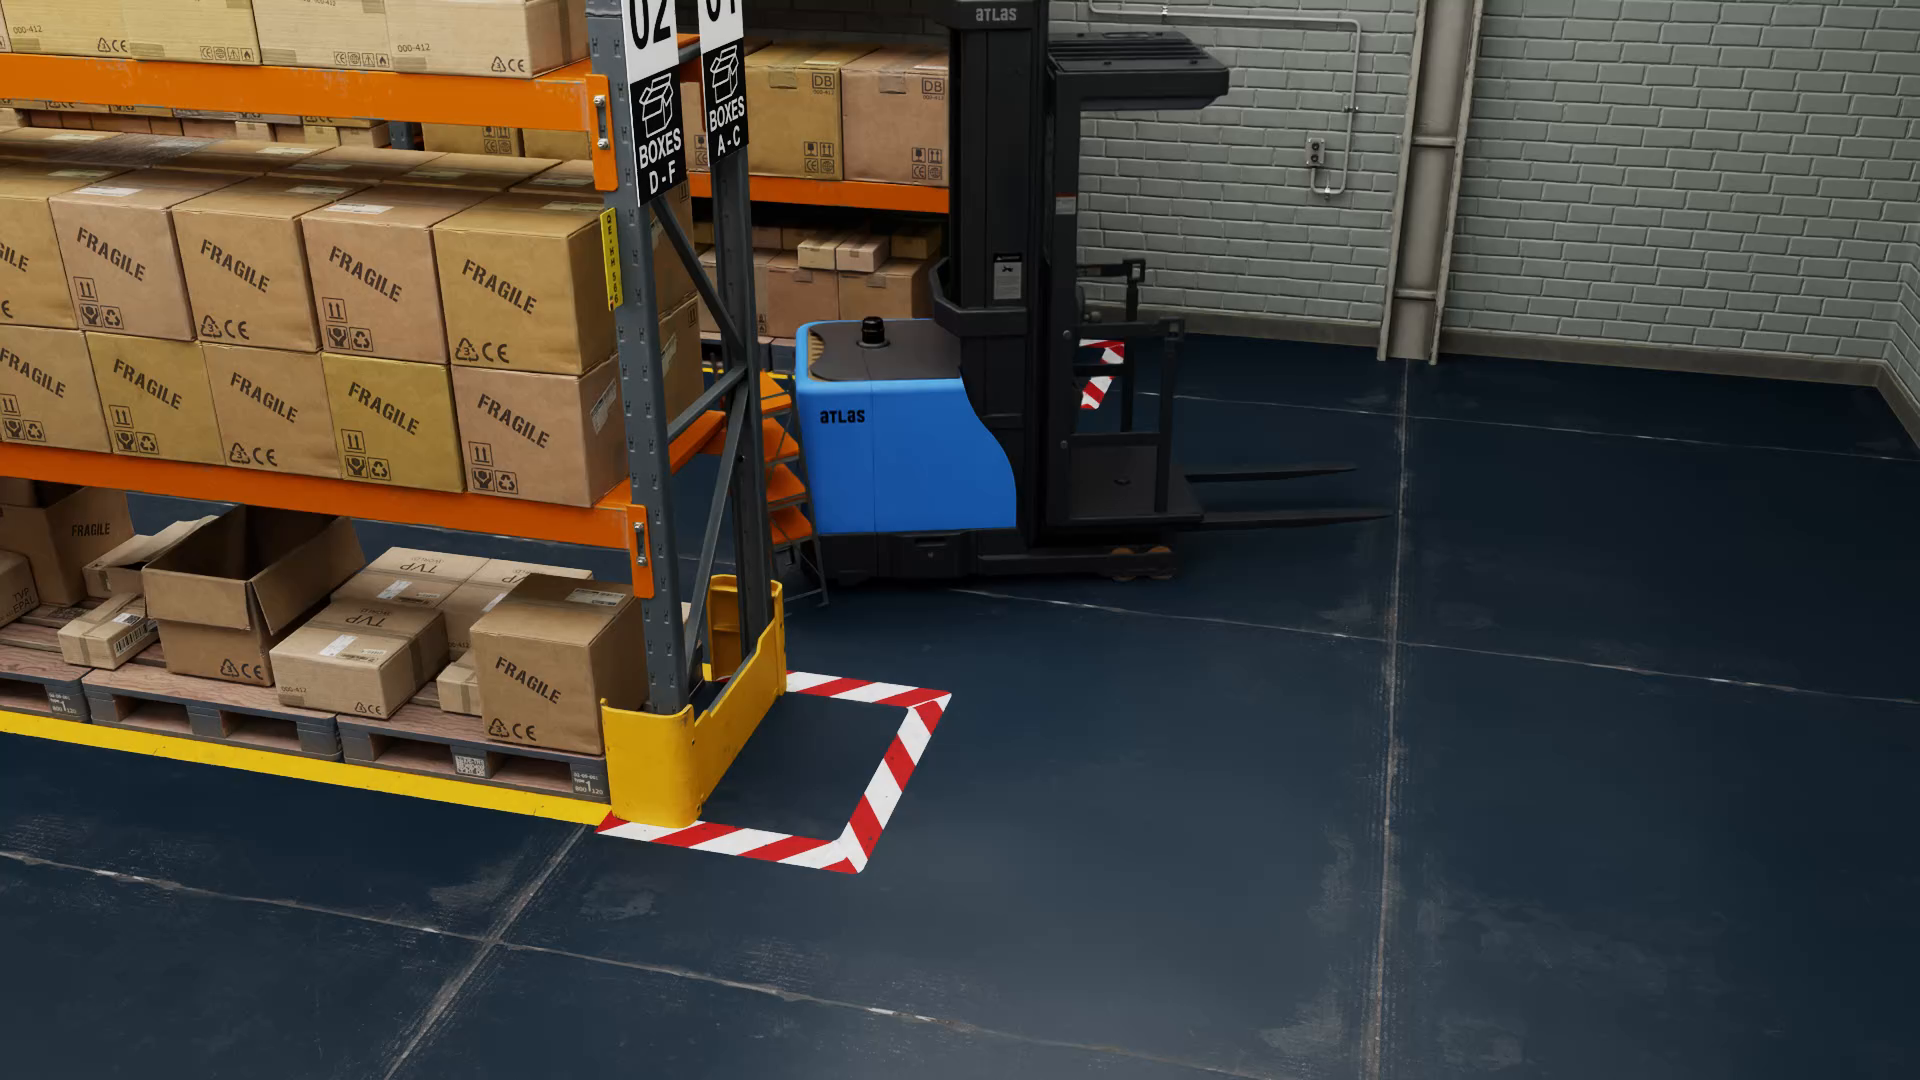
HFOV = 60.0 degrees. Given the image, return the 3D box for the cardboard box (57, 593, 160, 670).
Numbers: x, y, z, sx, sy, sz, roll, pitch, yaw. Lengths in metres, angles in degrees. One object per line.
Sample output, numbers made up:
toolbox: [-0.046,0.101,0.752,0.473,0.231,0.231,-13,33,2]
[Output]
cardboard box: [-3.672,0.387,7.231,0.250,0.166,0.380,6,26,13]

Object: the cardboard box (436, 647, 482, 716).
cardboard box: [-1.949,0.556,6.878,0.250,0.166,0.380,6,26,13]

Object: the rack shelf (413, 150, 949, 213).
rack shelf: [-1.698,-2.440,11.223,4.000,0.370,1.077,6,26,13]

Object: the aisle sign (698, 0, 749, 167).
aisle sign: [-0.852,-1.777,5.969,0.004,0.787,0.394,6,26,13]

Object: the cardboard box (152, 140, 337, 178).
cardboard box: [-2.839,-1.305,6.722,0.500,0.500,0.500,6,26,13]

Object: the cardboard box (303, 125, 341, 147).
cardboard box: [-4.283,-2.811,11.433,0.250,0.149,0.380,7,26,14]

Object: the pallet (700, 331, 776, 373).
pallet: [-1.732,-1.477,11.606,1.213,0.211,1.003,6,26,13]

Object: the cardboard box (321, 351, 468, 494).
cardboard box: [-1.996,-0.522,6.241,0.500,0.500,0.500,7,26,13]

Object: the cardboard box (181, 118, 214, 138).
cardboard box: [-5.252,-2.948,11.721,0.250,0.149,0.380,6,26,12]

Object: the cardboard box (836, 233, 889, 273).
cardboard box: [-0.633,-1.876,10.866,0.250,0.149,0.380,6,26,12]

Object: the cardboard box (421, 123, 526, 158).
cardboard box: [-3.113,-3.050,11.318,0.700,0.700,0.980,7,26,14]

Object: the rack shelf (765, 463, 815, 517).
rack shelf: [-0.899,-0.226,7.956,0.258,0.148,0.480,-17,29,-19]

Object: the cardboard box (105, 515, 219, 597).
cardboard box: [-3.516,0.122,7.621,0.500,0.311,0.500,6,26,13]

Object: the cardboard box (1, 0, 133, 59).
cardboard box: [-3.003,-1.887,5.909,0.500,0.250,0.500,6,26,13]

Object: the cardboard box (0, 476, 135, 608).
cardboard box: [-4.242,-0.044,7.749,0.500,0.500,0.500,6,26,13]

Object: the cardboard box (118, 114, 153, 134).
cardboard box: [-5.759,-3.012,11.856,0.250,0.149,0.380,6,26,13]

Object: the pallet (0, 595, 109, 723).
pallet: [-4.200,0.416,7.630,1.213,0.211,1.003,6,26,13]

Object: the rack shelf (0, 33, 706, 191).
rack shelf: [-2.928,-1.732,6.246,4.000,0.370,1.077,6,26,13]

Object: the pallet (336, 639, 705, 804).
pallet: [-1.837,0.678,7.082,1.213,0.211,1.003,6,26,13]

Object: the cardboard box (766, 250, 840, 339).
cardboard box: [-0.948,-1.699,11.249,0.500,0.500,0.700,6,26,13]

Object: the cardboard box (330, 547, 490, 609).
cardboard box: [-2.415,0.271,7.378,0.500,0.250,0.500,6,26,13]

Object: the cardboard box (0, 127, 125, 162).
cardboard box: [-3.814,-1.413,6.949,0.500,0.500,0.500,6,26,12]

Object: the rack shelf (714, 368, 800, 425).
rack shelf: [-0.945,-0.630,7.741,0.258,0.148,0.480,-17,29,-19]

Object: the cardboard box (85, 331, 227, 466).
cardboard box: [-2.965,-0.632,6.472,0.500,0.500,0.500,6,26,12]

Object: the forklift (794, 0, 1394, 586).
forklift: [0.684,-1.340,8.155,3.031,2.935,1.130,-2,26,-4]

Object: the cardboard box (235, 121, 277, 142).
cardboard box: [-4.793,-2.861,11.539,0.250,0.149,0.380,6,26,13]

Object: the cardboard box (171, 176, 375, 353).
cardboard box: [-2.483,-1.026,6.135,0.500,0.500,0.500,7,26,14]

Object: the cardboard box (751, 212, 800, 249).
cardboard box: [-1.272,-2.116,11.370,0.250,0.149,0.380,7,26,14]

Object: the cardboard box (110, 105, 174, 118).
cardboard box: [-5.610,-3.272,11.647,0.500,0.500,0.500,7,26,14]

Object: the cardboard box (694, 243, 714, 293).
cardboard box: [-1.954,-1.807,11.475,0.500,0.500,0.700,7,26,14]

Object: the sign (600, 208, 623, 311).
sign: [-1.148,-0.925,5.489,0.005,0.325,0.100,6,26,13]

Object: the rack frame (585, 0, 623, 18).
rack frame: [-0.991,-3.197,4.997,0.127,3.000,1.000,6,26,13]

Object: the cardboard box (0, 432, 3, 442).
cardboard box: [-3.942,-0.740,6.699,0.500,0.500,0.500,7,26,14]

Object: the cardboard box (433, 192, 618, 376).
cardboard box: [-1.490,-0.918,5.910,0.500,0.500,0.500,6,26,13]

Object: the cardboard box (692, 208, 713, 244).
cardboard box: [-1.766,-2.171,11.484,0.250,0.149,0.380,6,26,12]

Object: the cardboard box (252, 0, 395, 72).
cardboard box: [-2.036,-1.778,5.681,0.500,0.250,0.500,6,26,13]

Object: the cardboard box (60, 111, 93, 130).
cardboard box: [-6.241,-3.078,11.994,0.250,0.149,0.380,7,26,14]

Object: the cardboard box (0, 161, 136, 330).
cardboard box: [-3.481,-1.135,6.366,0.500,0.500,0.500,6,26,11]

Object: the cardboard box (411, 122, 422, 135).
cardboard box: [-3.910,-2.994,11.817,0.250,0.149,0.380,5,26,11]

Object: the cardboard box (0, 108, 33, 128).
cardboard box: [-6.769,-3.077,11.993,0.250,0.149,0.380,7,26,15]

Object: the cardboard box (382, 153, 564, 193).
cardboard box: [-1.863,-1.195,6.491,0.500,0.500,0.500,7,26,14]

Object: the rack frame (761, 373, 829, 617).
rack frame: [-0.806,-0.189,7.723,0.240,1.200,0.015,-17,29,-19]

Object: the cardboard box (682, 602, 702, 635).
cardboard box: [-1.311,0.412,7.199,0.250,0.149,0.380,6,26,13]

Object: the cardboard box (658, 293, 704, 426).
cardboard box: [-1.355,-0.691,6.595,0.500,0.500,0.500,7,26,14]

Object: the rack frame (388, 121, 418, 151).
rack frame: [-3.635,-2.979,11.519,0.127,3.000,1.000,6,26,13]

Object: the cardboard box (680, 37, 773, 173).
cardboard box: [-1.701,-2.896,10.994,0.700,0.700,0.980,5,26,10]

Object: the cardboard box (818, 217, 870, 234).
cardboard box: [-0.783,-2.062,11.257,0.250,0.149,0.380,6,26,13]

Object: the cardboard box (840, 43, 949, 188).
cardboard box: [-0.257,-2.737,10.661,0.700,0.700,0.980,8,26,15]

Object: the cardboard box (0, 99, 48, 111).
cardboard box: [-6.597,-3.378,11.869,0.500,0.500,0.500,7,26,15]

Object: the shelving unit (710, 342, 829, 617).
shelving unit: [-0.906,-0.285,7.924,0.258,1.200,0.503,-17,29,-19]

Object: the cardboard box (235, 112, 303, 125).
cardboard box: [-4.641,-3.163,11.418,0.500,0.500,0.500,7,26,13]
